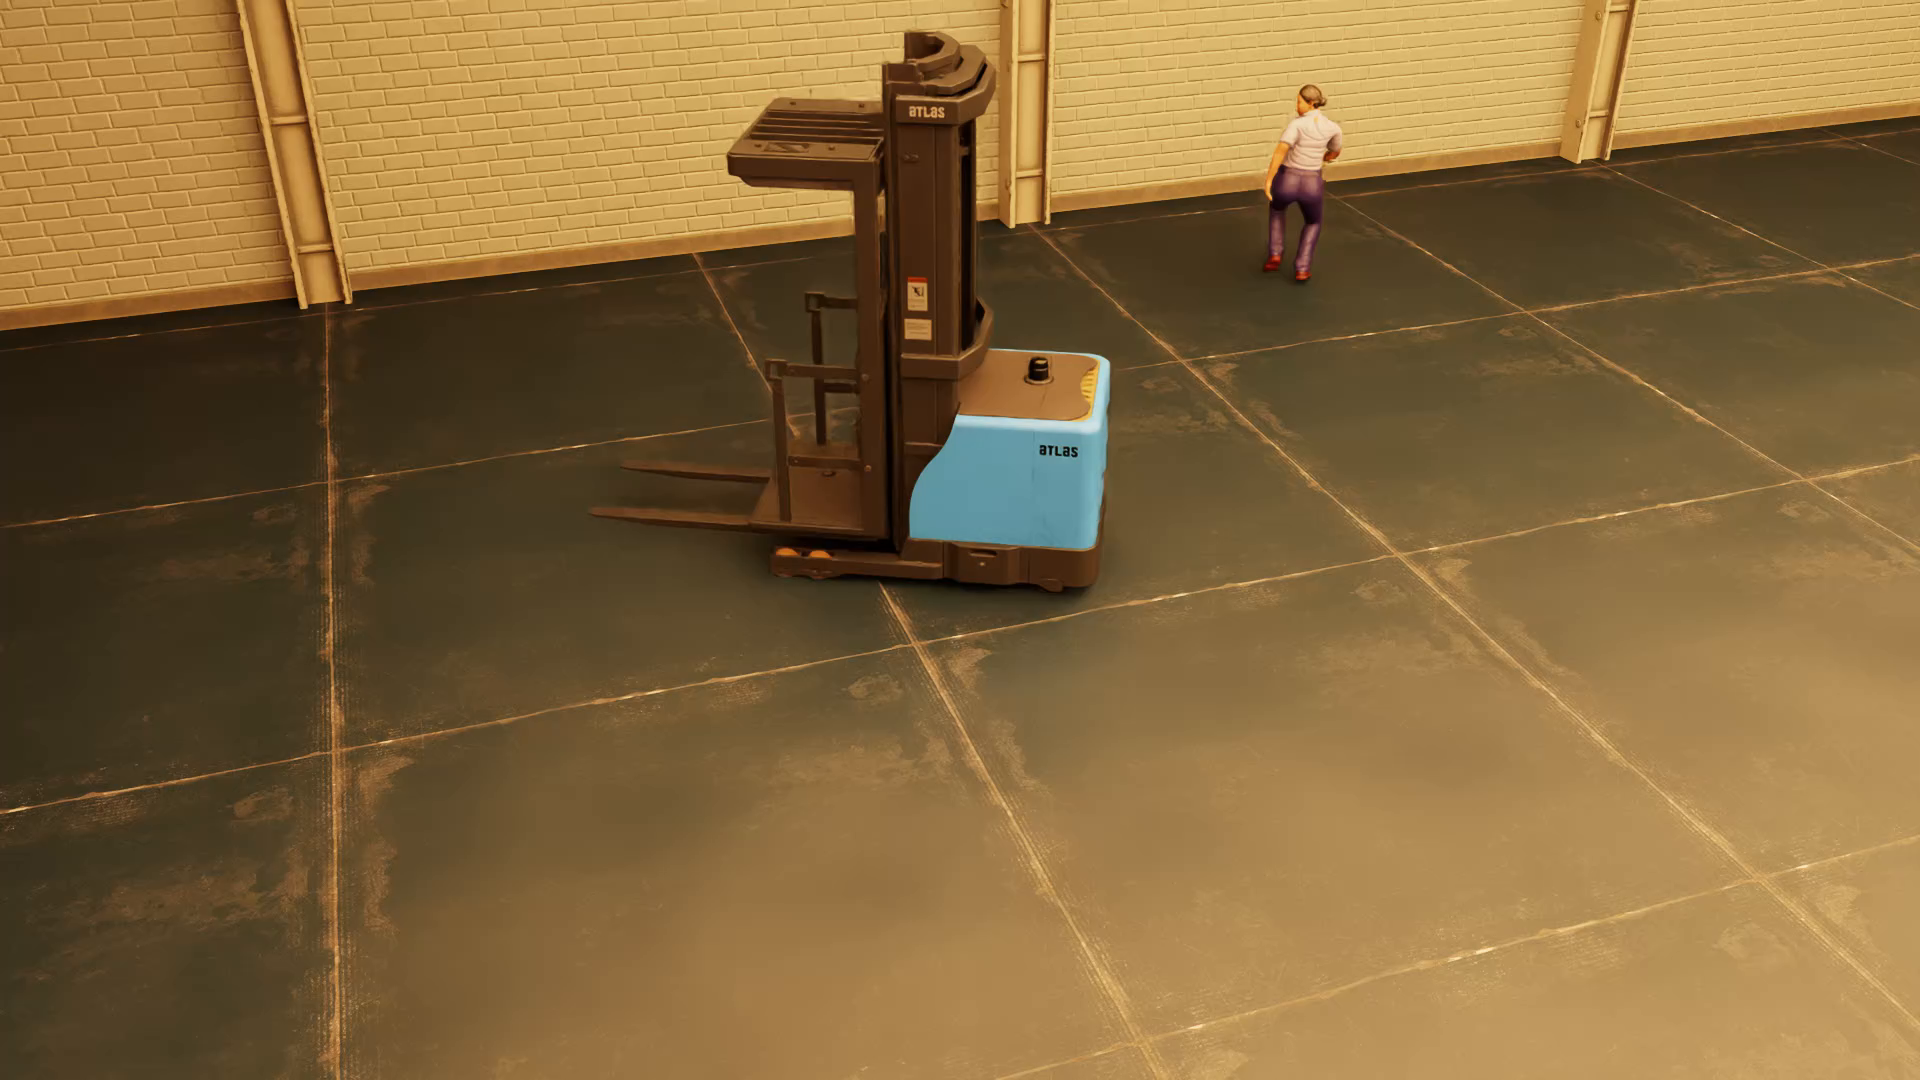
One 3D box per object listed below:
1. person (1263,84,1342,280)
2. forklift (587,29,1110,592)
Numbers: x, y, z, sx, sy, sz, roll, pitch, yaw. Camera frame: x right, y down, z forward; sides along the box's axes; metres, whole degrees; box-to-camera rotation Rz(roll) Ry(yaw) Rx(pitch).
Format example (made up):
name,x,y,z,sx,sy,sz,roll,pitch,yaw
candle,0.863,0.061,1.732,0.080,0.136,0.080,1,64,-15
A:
name,x,y,z,sx,sy,sz,roll,pitch,yaw
person,2.744,-2.847,13.417,0.615,1.630,0.709,3,30,5
forklift,-0.665,-1.296,9.340,3.031,2.935,1.130,4,30,7
